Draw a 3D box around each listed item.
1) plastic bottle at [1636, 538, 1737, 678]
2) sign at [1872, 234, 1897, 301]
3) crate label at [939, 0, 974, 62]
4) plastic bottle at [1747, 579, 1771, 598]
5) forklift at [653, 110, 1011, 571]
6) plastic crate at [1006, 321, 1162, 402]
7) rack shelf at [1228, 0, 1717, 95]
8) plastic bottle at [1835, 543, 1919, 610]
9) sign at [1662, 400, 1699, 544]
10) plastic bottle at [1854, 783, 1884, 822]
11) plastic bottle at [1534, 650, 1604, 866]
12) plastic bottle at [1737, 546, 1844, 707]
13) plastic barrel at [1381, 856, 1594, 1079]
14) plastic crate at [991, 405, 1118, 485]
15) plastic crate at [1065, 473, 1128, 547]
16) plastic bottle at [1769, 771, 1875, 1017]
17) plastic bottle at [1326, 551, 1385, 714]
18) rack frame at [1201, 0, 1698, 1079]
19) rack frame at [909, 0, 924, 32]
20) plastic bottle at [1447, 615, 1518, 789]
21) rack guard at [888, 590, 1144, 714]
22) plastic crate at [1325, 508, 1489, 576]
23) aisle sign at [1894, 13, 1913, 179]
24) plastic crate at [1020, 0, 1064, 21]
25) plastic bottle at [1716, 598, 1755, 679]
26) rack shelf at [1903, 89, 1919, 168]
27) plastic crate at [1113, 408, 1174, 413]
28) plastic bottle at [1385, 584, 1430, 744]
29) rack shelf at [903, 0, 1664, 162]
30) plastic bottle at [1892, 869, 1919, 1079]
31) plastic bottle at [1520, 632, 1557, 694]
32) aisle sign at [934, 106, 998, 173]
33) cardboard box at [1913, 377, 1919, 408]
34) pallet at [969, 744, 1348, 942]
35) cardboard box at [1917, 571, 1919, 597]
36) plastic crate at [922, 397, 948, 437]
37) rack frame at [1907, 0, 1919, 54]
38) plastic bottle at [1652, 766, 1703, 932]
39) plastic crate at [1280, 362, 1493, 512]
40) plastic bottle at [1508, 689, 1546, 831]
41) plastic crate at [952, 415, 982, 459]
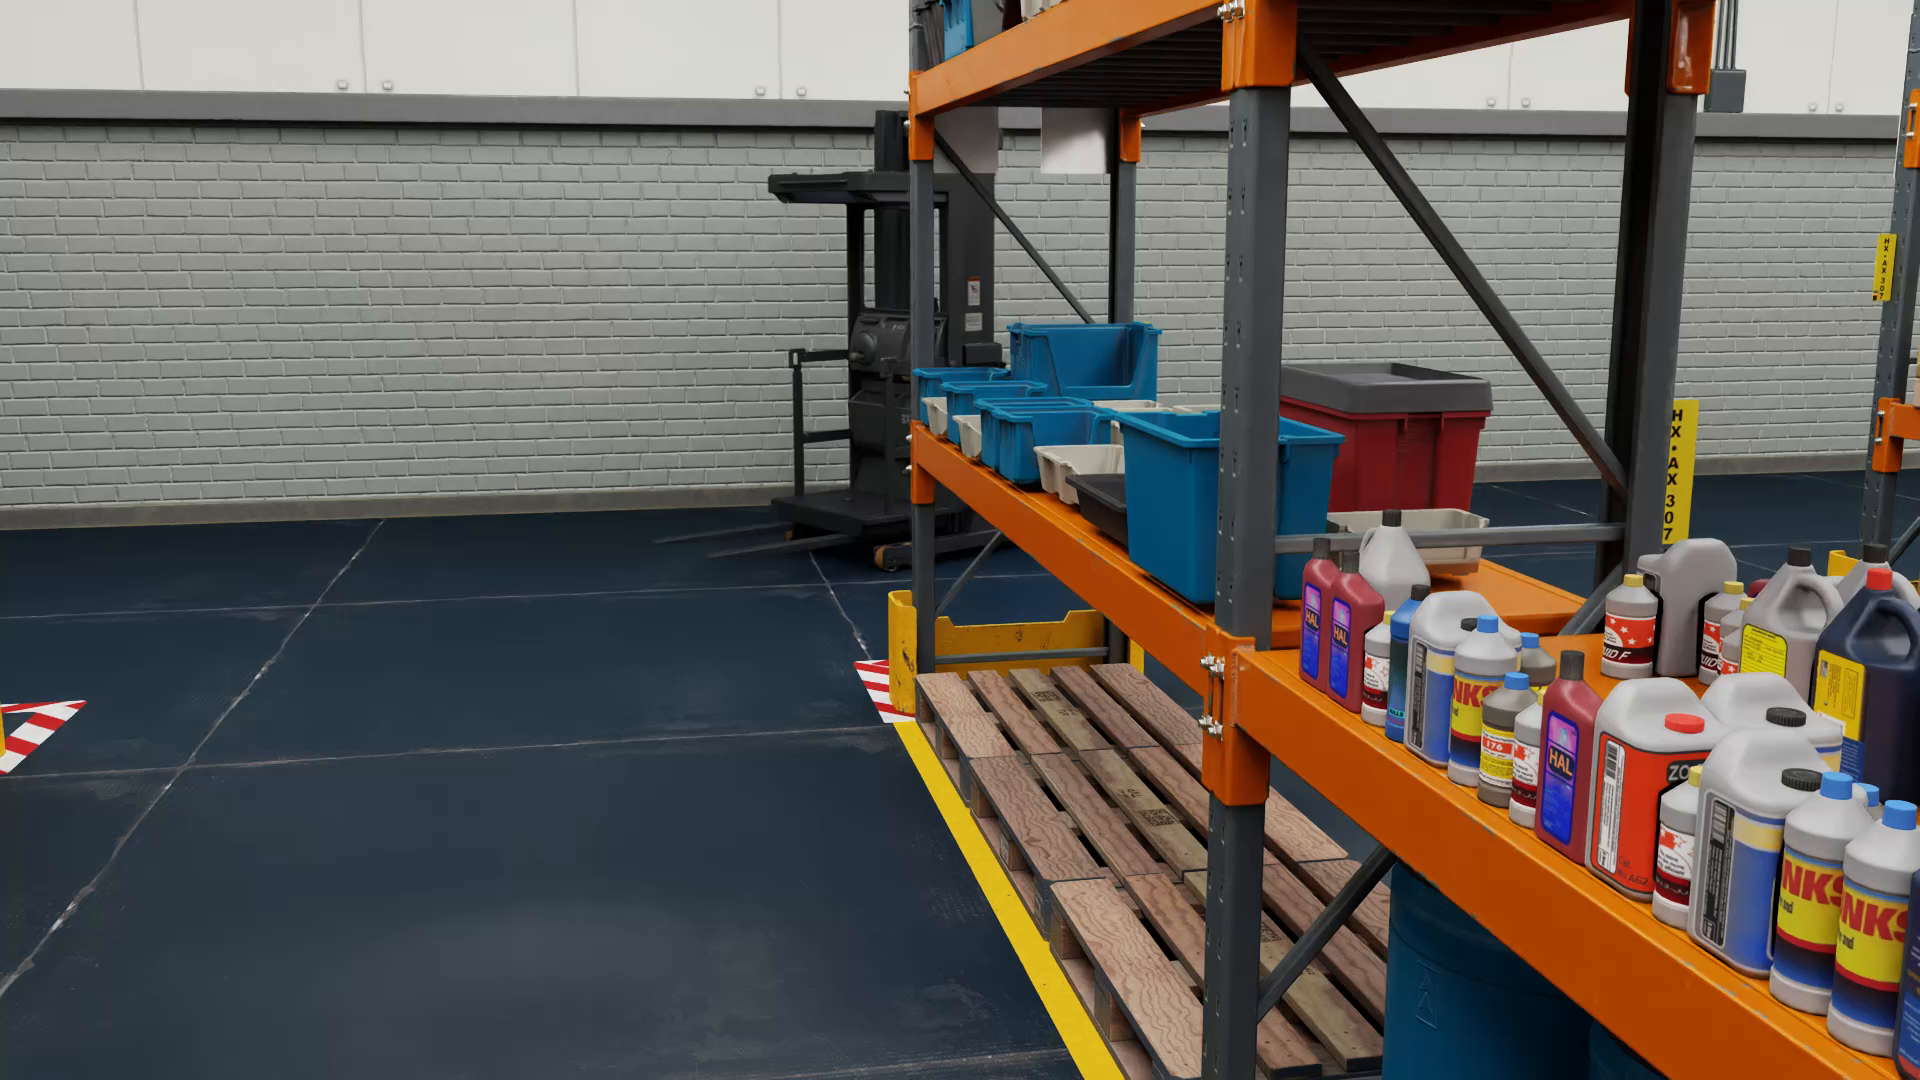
[{"bbox_3d":[1.452,0.126,3.345,0.152,0.276,0.135,-2,11,-11],"label":"plastic bottle"},{"bbox_3d":[4.594,-1.355,8.264,0.100,0.325,0.005,-2,11,-11],"label":"sign"},{"bbox_3d":[0.143,-1.949,6.289,0.408,0.251,0.502,-2,11,-11],"label":"crate label"},{"bbox_3d":[1.542,0.163,3.130,0.061,0.283,0.133,-2,11,-11],"label":"plastic bottle"},{"bbox_3d":[-0.573,-1.350,10.949,3.031,2.935,1.130,-9,14,-40],"label":"forklift"},{"bbox_3d":[0.529,-0.722,7.210,0.616,0.435,0.499,-2,11,-11],"label":"plastic crate"},{"bbox_3d":[1.448,-0.749,1.511,1.077,0.370,4.000,-2,11,-11],"label":"rack shelf"},{"bbox_3d":[1.558,0.185,2.833,0.144,0.351,0.185,-2,11,-11],"label":"plastic bottle"},{"bbox_3d":[1.599,-0.151,3.729,0.100,0.325,0.005,-2,11,-11],"label":"sign"},{"bbox_3d":[1.119,0.405,2.078,0.097,0.201,0.097,0,11,0],"label":"plastic bottle"},{"bbox_3d":[0.884,0.307,2.372,0.061,0.283,0.133,-2,11,-11],"label":"plastic bottle"},{"bbox_3d":[1.417,0.190,2.806,0.144,0.351,0.185,-2,11,-11],"label":"plastic bottle"},{"bbox_3d":[1.148,0.929,3.281,0.600,0.901,0.708,-2,11,-11],"label":"plastic barrel"},{"bbox_3d":[0.320,-0.323,5.657,0.416,0.233,0.300,-2,11,-11],"label":"plastic crate"},{"bbox_3d":[0.578,-0.086,4.699,0.437,0.125,0.590,-2,11,-11],"label":"plastic crate"},{"bbox_3d":[0.996,0.401,1.912,0.097,0.271,0.097,0,11,0],"label":"plastic bottle"},{"bbox_3d":[0.738,0.169,3.099,0.061,0.283,0.133,-2,11,-11],"label":"plastic bottle"},{"bbox_3d":[1.062,0.004,3.652,0.949,2.616,0.053,-2,11,-11],"label":"rack frame"},{"bbox_3d":[0.281,-3.676,6.945,1.000,3.000,0.127,-2,11,-11],"label":"rack frame"},{"bbox_3d":[0.842,0.256,2.675,0.097,0.271,0.097,0,11,0],"label":"plastic bottle"},{"bbox_3d":[0.263,0.495,7.761,1.175,0.500,0.348,-2,11,-11],"label":"rack guard"},{"bbox_3d":[1.108,0.014,4.147,0.396,0.136,0.243,-2,11,-11],"label":"plastic crate"},{"bbox_3d":[4.831,-2.189,8.221,0.394,0.787,0.004,-2,11,-11],"label":"aisle sign"},{"bbox_3d":[0.409,-1.727,5.042,0.437,0.282,0.530,-2,11,-11],"label":"plastic crate"},{"bbox_3d":[1.468,0.209,3.106,0.097,0.201,0.097,0,11,0],"label":"plastic bottle"},{"bbox_3d":[5.528,-1.663,6.312,1.077,0.370,4.000,-2,11,-11],"label":"rack shelf"},{"bbox_3d":[0.659,-0.433,6.492,0.396,0.136,0.243,-2,11,-11],"label":"plastic crate"},{"bbox_3d":[0.797,0.213,2.899,0.097,0.271,0.097,0,11,0],"label":"plastic bottle"},{"bbox_3d":[0.670,-1.483,5.366,1.077,0.370,4.000,-2,11,-11],"label":"rack shelf"},{"bbox_3d":[1.065,0.405,1.680,0.144,0.351,0.185,-2,11,-11],"label":"plastic bottle"},{"bbox_3d":[0.965,0.260,2.841,0.097,0.201,0.097,0,11,0],"label":"plastic bottle"},{"bbox_3d":[-0.025,-2.009,7.276,0.394,0.787,0.004,-2,11,-11],"label":"aisle sign"},{"bbox_3d":[4.884,-0.709,8.071,0.380,0.149,0.250,-2,11,-10],"label":"cardboard box"},{"bbox_3d":[0.637,1.016,5.792,1.003,0.211,1.213,-2,11,-11],"label":"pallet"},{"bbox_3d":[5.342,0.042,8.010,0.875,0.875,0.875,-2,11,-11],"label":"cardboard box"},{"bbox_3d":[-0.013,-0.510,6.900,0.250,0.136,0.298,-2,11,-11],"label":"plastic crate"},{"bbox_3d":[5.139,-3.857,7.892,1.000,3.000,0.127,-2,11,-11],"label":"rack frame"},{"bbox_3d":[0.951,0.393,2.142,0.097,0.201,0.097,0,11,0],"label":"plastic bottle"},{"bbox_3d":[1.131,-0.230,4.548,0.402,0.464,0.583,-2,11,-11],"label":"plastic crate"},{"bbox_3d":[0.880,0.326,2.494,0.097,0.201,0.097,0,11,0],"label":"plastic bottle"},{"bbox_3d":[0.119,-0.386,6.246,0.250,0.136,0.298,-2,11,-11],"label":"plastic crate"}]
